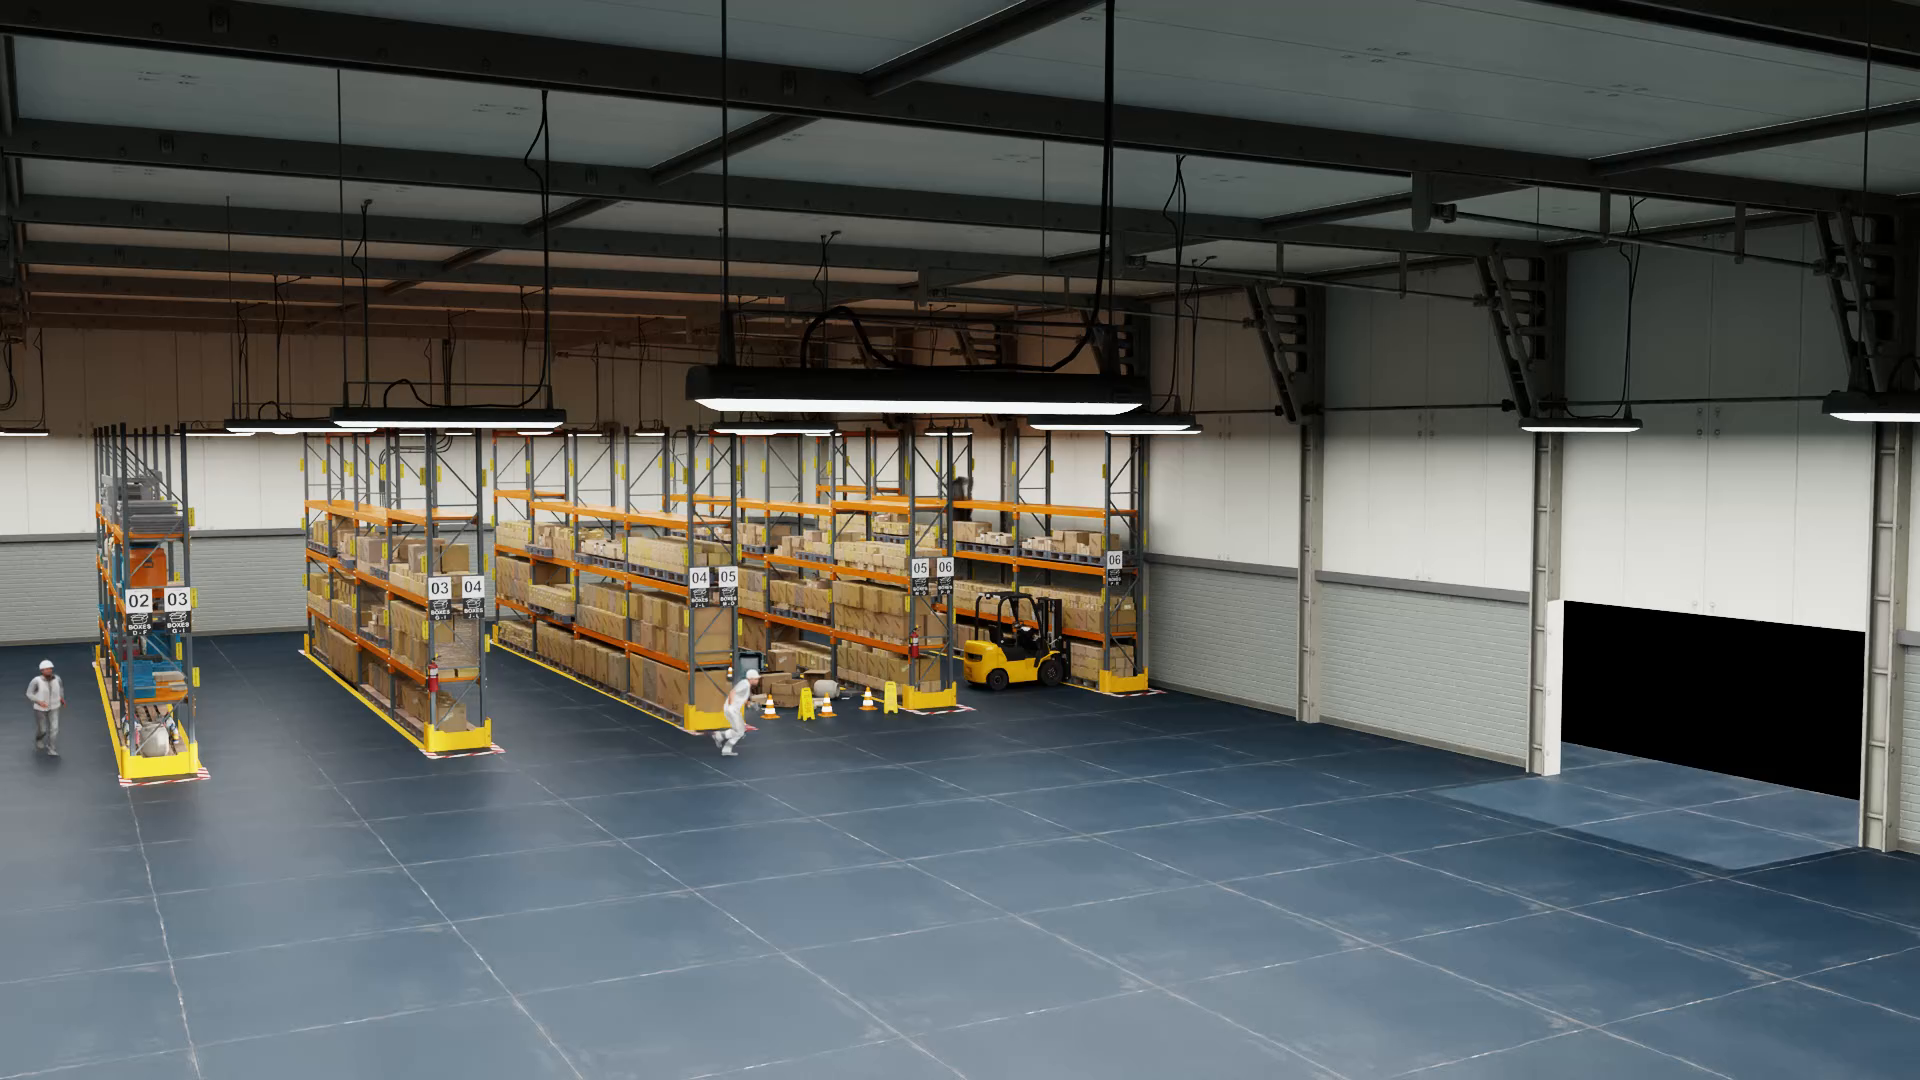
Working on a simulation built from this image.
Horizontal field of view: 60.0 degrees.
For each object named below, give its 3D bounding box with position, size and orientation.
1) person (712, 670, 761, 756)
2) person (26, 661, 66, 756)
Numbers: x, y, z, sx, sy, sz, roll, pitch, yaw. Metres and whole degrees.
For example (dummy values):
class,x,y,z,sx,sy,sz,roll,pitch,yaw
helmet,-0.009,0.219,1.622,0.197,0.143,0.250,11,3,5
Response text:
class,x,y,z,sx,sy,sz,roll,pitch,yaw
person,-4.023,3.124,29.957,0.900,1.583,0.689,0,3,4
person,-16.625,3.035,30.208,0.654,1.733,0.812,-3,5,-44
